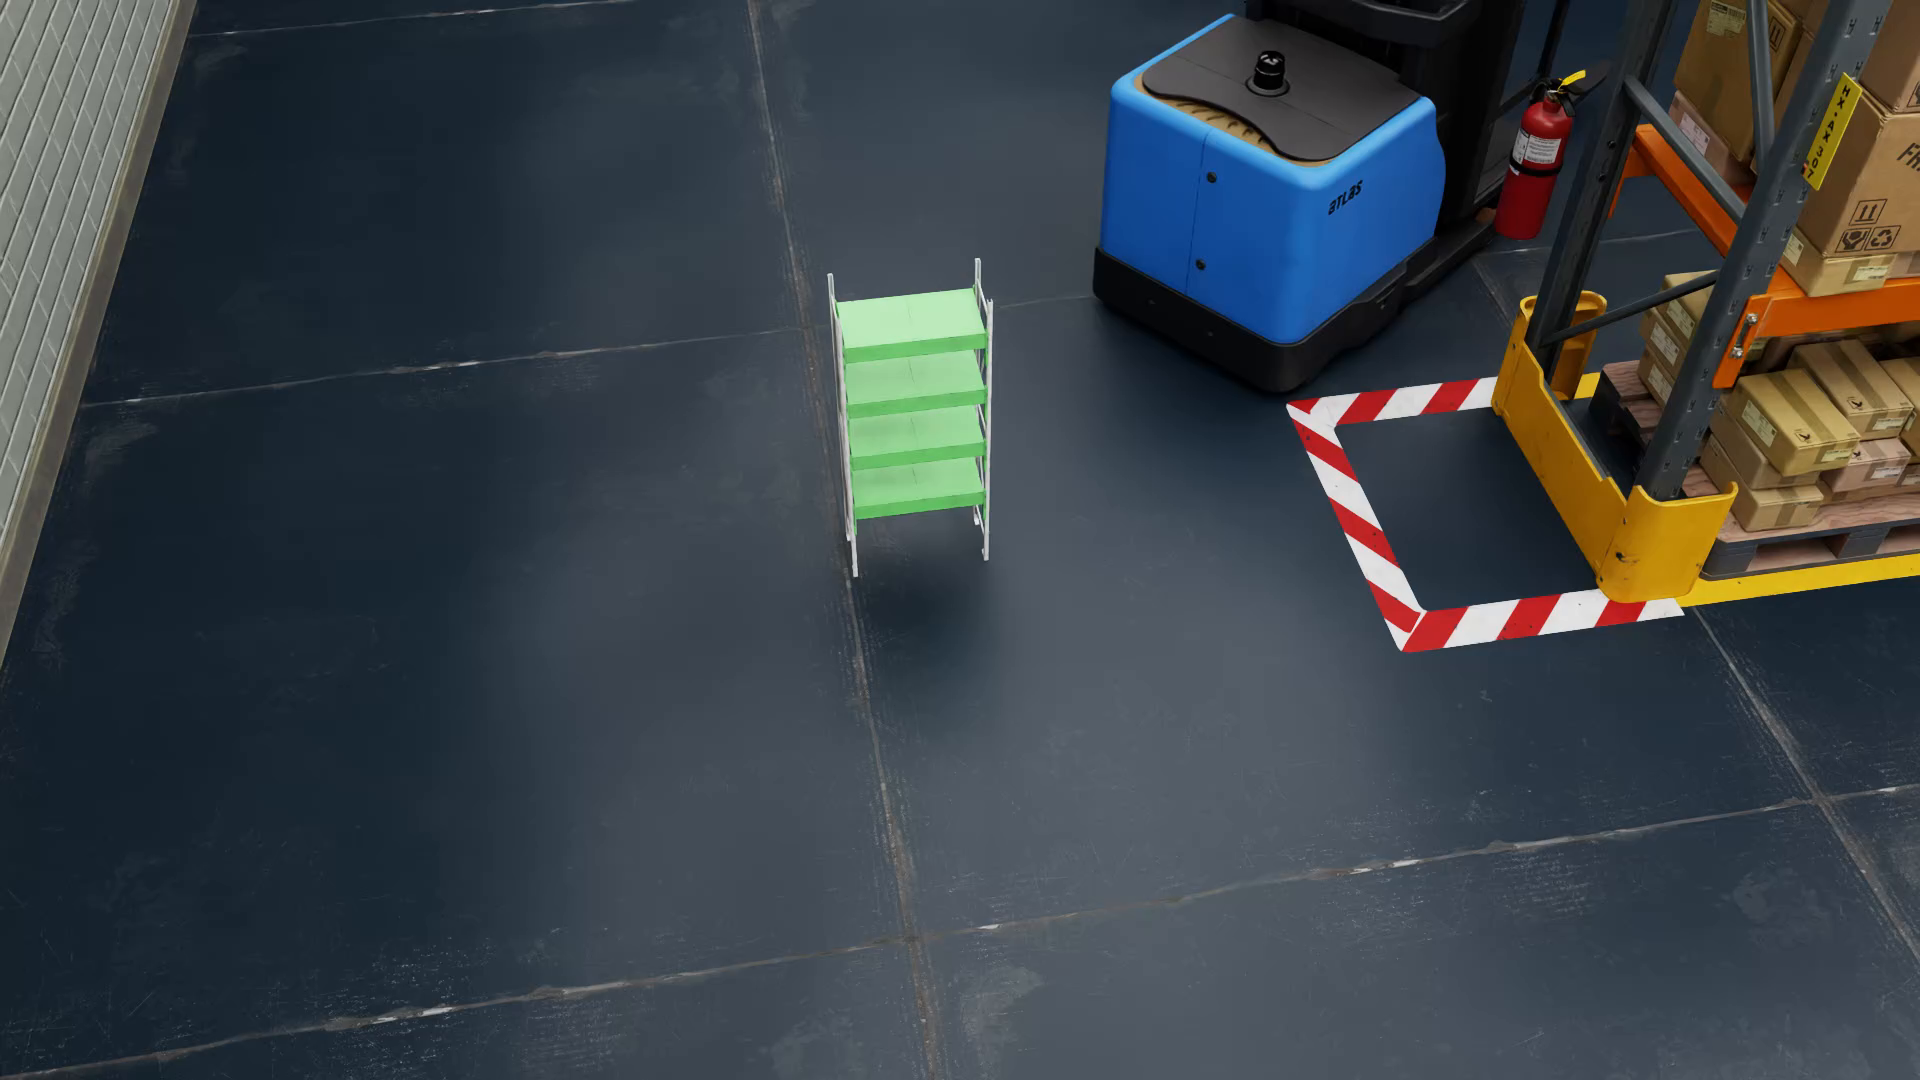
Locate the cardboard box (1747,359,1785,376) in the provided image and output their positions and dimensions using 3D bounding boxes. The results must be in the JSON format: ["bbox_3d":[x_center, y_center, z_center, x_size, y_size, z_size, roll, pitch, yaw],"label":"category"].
[{"bbox_3d":[3.088,-0.751,6.372,0.250,0.149,0.380,-8,47,-8],"label":"cardboard box"}]

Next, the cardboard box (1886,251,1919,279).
[{"bbox_3d":[2.968,-1.010,5.315,0.250,0.149,0.380,-6,46,-5],"label":"cardboard box"}]

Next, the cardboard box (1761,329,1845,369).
[{"bbox_3d":[3.085,-0.828,6.239,0.250,0.149,0.380,-6,46,-6],"label":"cardboard box"}]

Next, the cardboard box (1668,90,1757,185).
[{"bbox_3d":[2.623,-1.383,5.674,0.250,0.149,0.380,-7,46,-7],"label":"cardboard box"}]

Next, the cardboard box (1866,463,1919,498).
[{"bbox_3d":[3.408,-0.349,6.191,0.250,0.149,0.380,-7,46,-6],"label":"cardboard box"}]

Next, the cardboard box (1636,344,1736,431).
[{"bbox_3d":[2.833,-0.599,6.432,0.250,0.149,0.380,-6,46,-6],"label":"cardboard box"}]

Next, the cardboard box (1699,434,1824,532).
[{"bbox_3d":[2.920,-0.223,6.070,0.250,0.149,0.380,-6,46,-6],"label":"cardboard box"}]

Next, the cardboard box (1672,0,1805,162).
[{"bbox_3d":[2.748,-1.605,5.438,0.500,0.500,0.500,-6,46,-6],"label":"cardboard box"}]

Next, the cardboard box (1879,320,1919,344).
[{"bbox_3d":[3.585,-0.936,6.344,0.250,0.149,0.380,-9,47,-8],"label":"cardboard box"}]

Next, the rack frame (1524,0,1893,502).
[{"bbox_3d":[2.349,-1.230,5.352,0.127,3.000,1.000,-7,46,-7],"label":"rack frame"}]

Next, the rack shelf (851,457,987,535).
[{"bbox_3d":[-0.163,-0.185,6.017,0.480,0.148,0.258,-7,46,-7],"label":"rack shelf"}]

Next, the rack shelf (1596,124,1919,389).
[{"bbox_3d":[4.320,-1.226,5.848,4.000,0.370,1.077,-7,46,-7],"label":"rack shelf"}]

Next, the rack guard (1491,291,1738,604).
[{"bbox_3d":[2.424,-0.372,6.261,0.348,0.500,1.175,-7,46,-7],"label":"rack guard"}]

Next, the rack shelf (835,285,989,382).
[{"bbox_3d":[-0.163,-0.685,5.499,0.480,0.148,0.258,-7,46,-7],"label":"rack shelf"}]

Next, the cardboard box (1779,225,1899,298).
[{"bbox_3d":[2.725,-0.950,5.257,0.250,0.149,0.380,-7,47,-7],"label":"cardboard box"}]

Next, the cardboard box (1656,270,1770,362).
[{"bbox_3d":[2.828,-0.838,6.249,0.250,0.149,0.380,-7,46,-6],"label":"cardboard box"}]

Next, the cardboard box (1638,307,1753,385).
[{"bbox_3d":[2.821,-0.757,6.378,0.250,0.149,0.380,-8,47,-8],"label":"cardboard box"}]

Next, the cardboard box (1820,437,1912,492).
[{"bbox_3d":[3.189,-0.365,6.000,0.250,0.149,0.380,-7,47,-7],"label":"cardboard box"}]

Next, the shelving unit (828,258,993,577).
[{"bbox_3d":[-0.163,-0.396,5.798,0.503,1.200,0.258,-7,46,-7],"label":"shelving unit"}]

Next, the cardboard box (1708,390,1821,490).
[{"bbox_3d":[2.910,-0.372,6.007,0.250,0.149,0.380,-5,46,-5],"label":"cardboard box"}]

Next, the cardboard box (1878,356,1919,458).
[{"bbox_3d":[3.445,-0.475,5.900,0.250,0.149,0.380,-7,47,-7],"label":"cardboard box"}]

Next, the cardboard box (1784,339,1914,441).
[{"bbox_3d":[3.175,-0.535,5.958,0.250,0.149,0.380,-6,46,-6],"label":"cardboard box"}]

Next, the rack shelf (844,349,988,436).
[{"bbox_3d":[-0.163,-0.518,5.672,0.480,0.148,0.258,-7,46,-7],"label":"rack shelf"}]

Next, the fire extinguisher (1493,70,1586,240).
[{"bbox_3d":[2.023,-1.370,5.800,0.183,0.674,0.296,-7,46,-7],"label":"fire extinguisher"}]

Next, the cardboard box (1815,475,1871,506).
[{"bbox_3d":[3.164,-0.314,6.157,0.250,0.149,0.380,-7,47,-7],"label":"cardboard box"}]

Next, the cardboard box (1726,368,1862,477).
[{"bbox_3d":[2.924,-0.416,5.843,0.250,0.149,0.380,-9,47,-9],"label":"cardboard box"}]

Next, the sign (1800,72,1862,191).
[{"bbox_3d":[2.442,-1.145,4.669,0.005,0.325,0.100,-7,46,-7],"label":"sign"}]

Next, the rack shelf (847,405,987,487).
[{"bbox_3d":[-0.163,-0.352,5.844,0.480,0.148,0.258,-7,46,-7],"label":"rack shelf"}]

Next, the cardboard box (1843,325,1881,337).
[{"bbox_3d":[3.319,-0.950,6.357,0.250,0.149,0.380,-8,47,-8],"label":"cardboard box"}]

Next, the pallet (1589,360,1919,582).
[{"bbox_3d":[3.231,-0.346,6.437,1.213,0.211,1.003,-7,46,-7],"label":"pallet"}]

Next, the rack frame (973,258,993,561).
[{"bbox_3d":[0.077,-0.426,5.827,0.015,1.200,0.240,-7,46,-7],"label":"rack frame"}]

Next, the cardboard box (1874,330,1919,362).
[{"bbox_3d":[3.615,-0.782,6.402,0.250,0.149,0.380,-8,47,-7],"label":"cardboard box"}]

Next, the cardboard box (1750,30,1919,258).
[{"bbox_3d":[2.839,-1.227,5.073,0.500,0.500,0.500,-5,46,-5],"label":"cardboard box"}]

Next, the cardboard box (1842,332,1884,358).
[{"bbox_3d":[3.333,-0.822,6.440,0.250,0.149,0.380,-9,47,-8],"label":"cardboard box"}]

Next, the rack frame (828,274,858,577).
[{"bbox_3d":[-0.404,-0.366,5.769,0.015,1.200,0.240,-7,46,-7],"label":"rack frame"}]

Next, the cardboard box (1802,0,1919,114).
[{"bbox_3d":[2.837,-1.581,4.720,0.500,0.500,0.500,-7,47,-7],"label":"cardboard box"}]

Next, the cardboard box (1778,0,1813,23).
[{"bbox_3d":[2.758,-1.947,5.073,0.500,0.500,0.500,-8,47,-8],"label":"cardboard box"}]

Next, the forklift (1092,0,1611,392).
[{"bbox_3d":[1.952,-2.583,6.703,1.130,2.935,3.031,34,55,29],"label":"forklift"}]

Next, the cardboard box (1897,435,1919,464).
[{"bbox_3d":[3.415,-0.458,6.090,0.250,0.149,0.380,-7,46,-6],"label":"cardboard box"}]
